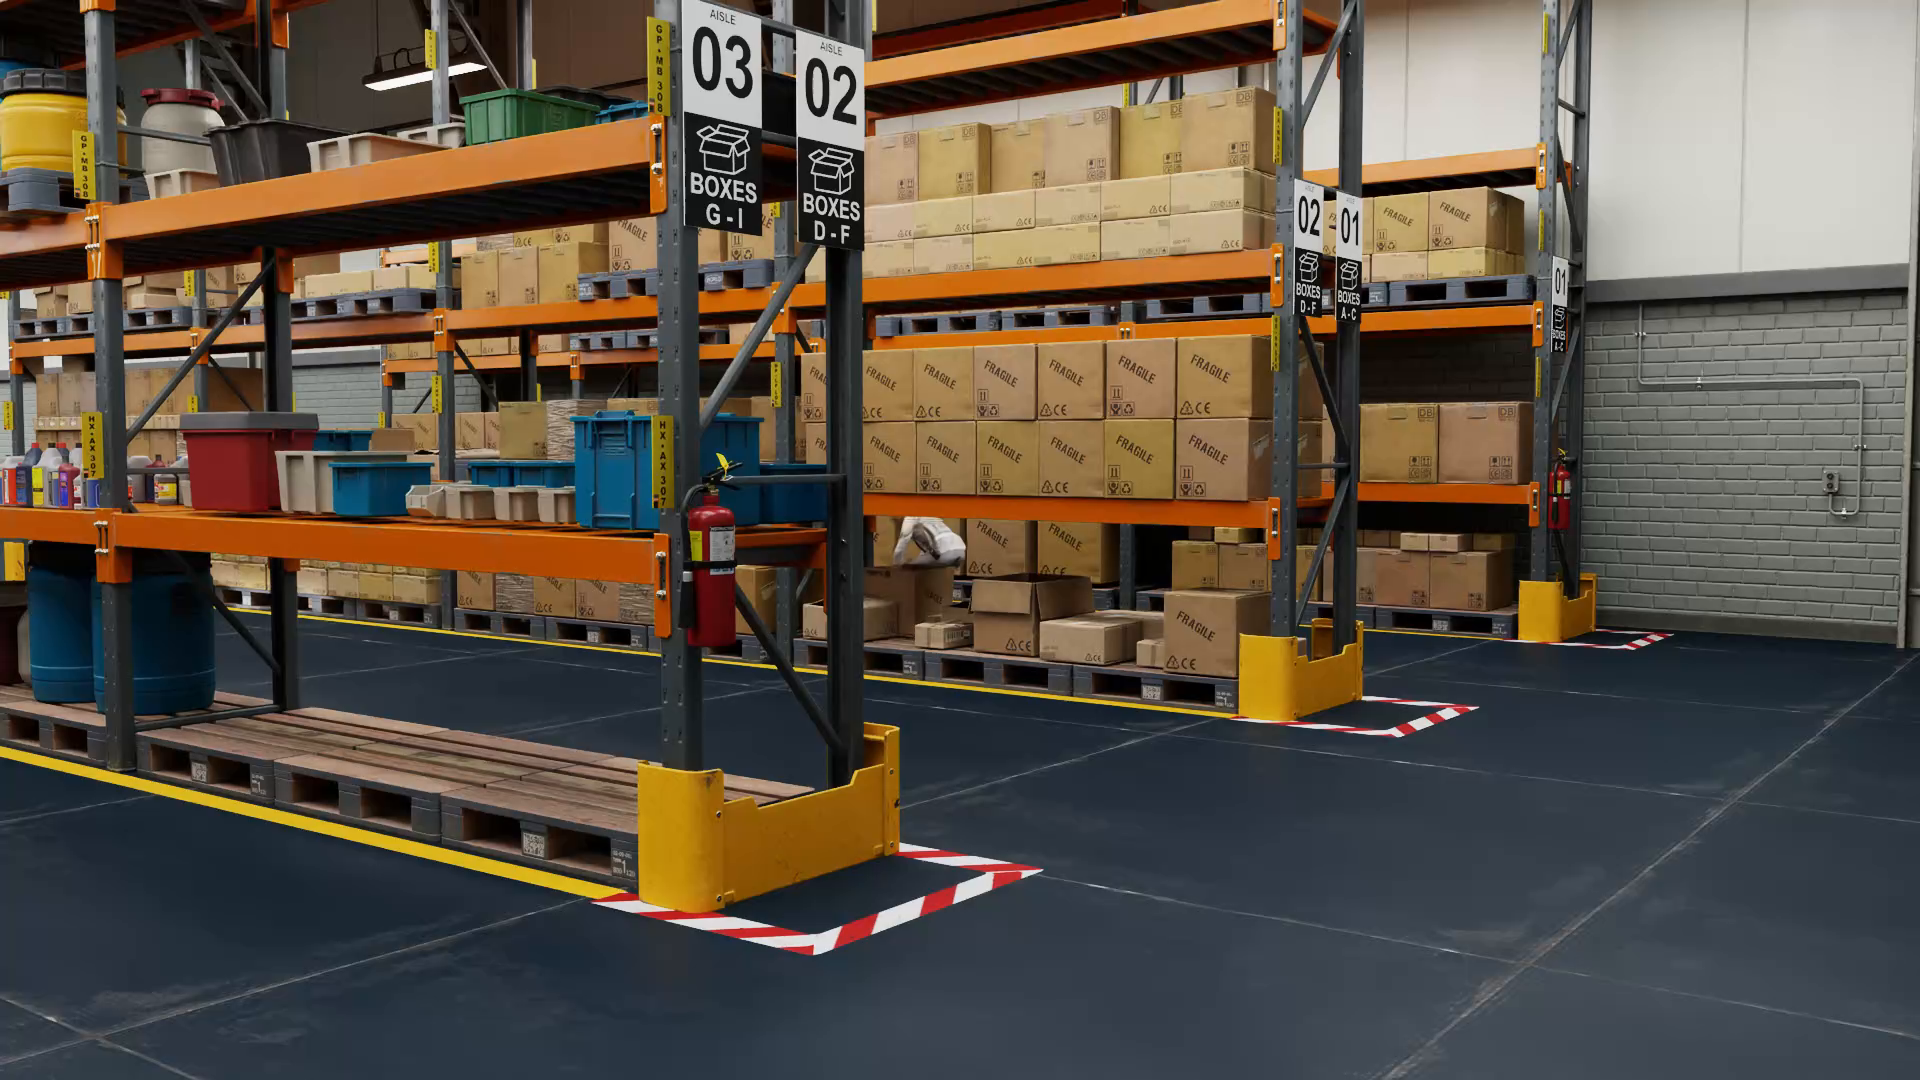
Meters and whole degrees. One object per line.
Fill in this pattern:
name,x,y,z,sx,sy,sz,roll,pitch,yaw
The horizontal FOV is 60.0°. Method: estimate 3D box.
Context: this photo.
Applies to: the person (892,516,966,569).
person,-0.347,0.165,15.772,0.804,1.154,0.518,2,4,36
